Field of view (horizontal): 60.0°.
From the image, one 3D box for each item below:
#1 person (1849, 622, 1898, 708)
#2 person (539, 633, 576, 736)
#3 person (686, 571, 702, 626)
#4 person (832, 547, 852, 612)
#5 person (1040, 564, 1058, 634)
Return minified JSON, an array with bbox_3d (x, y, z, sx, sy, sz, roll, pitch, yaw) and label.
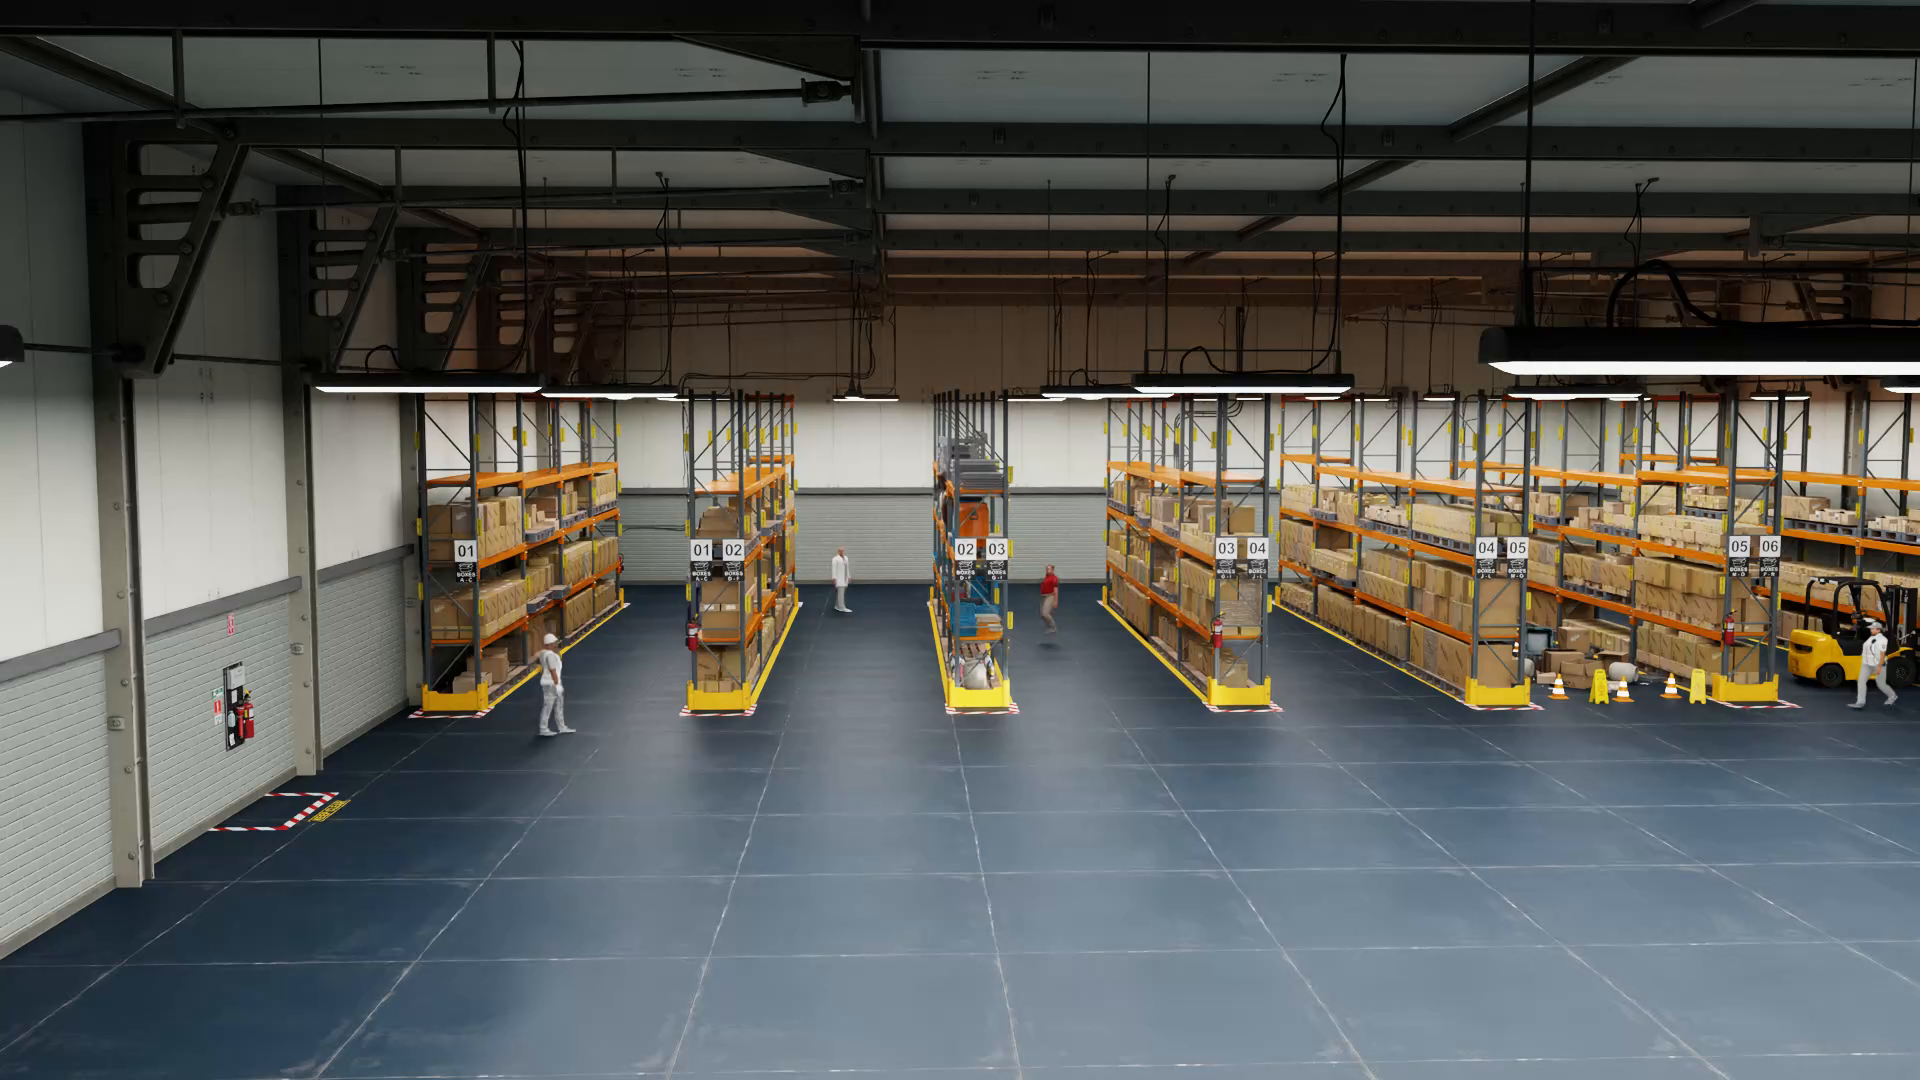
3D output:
[{"bbox_3d":[17.248,2.351,31.320,0.929,1.627,0.486,-2,5,-25],"label":"person"},{"bbox_3d":[-6.984,2.500,28.735,0.603,1.785,0.563,0,5,-4],"label":"person"},{"bbox_3d":[-6.872,1.387,43.173,0.497,1.670,0.513,1,5,10],"label":"person"},{"bbox_3d":[-3.209,1.086,46.044,0.650,1.789,0.605,3,5,32],"label":"person"},{"bbox_3d":[2.095,1.425,39.797,0.448,1.677,0.623,-1,5,-18],"label":"person"}]
